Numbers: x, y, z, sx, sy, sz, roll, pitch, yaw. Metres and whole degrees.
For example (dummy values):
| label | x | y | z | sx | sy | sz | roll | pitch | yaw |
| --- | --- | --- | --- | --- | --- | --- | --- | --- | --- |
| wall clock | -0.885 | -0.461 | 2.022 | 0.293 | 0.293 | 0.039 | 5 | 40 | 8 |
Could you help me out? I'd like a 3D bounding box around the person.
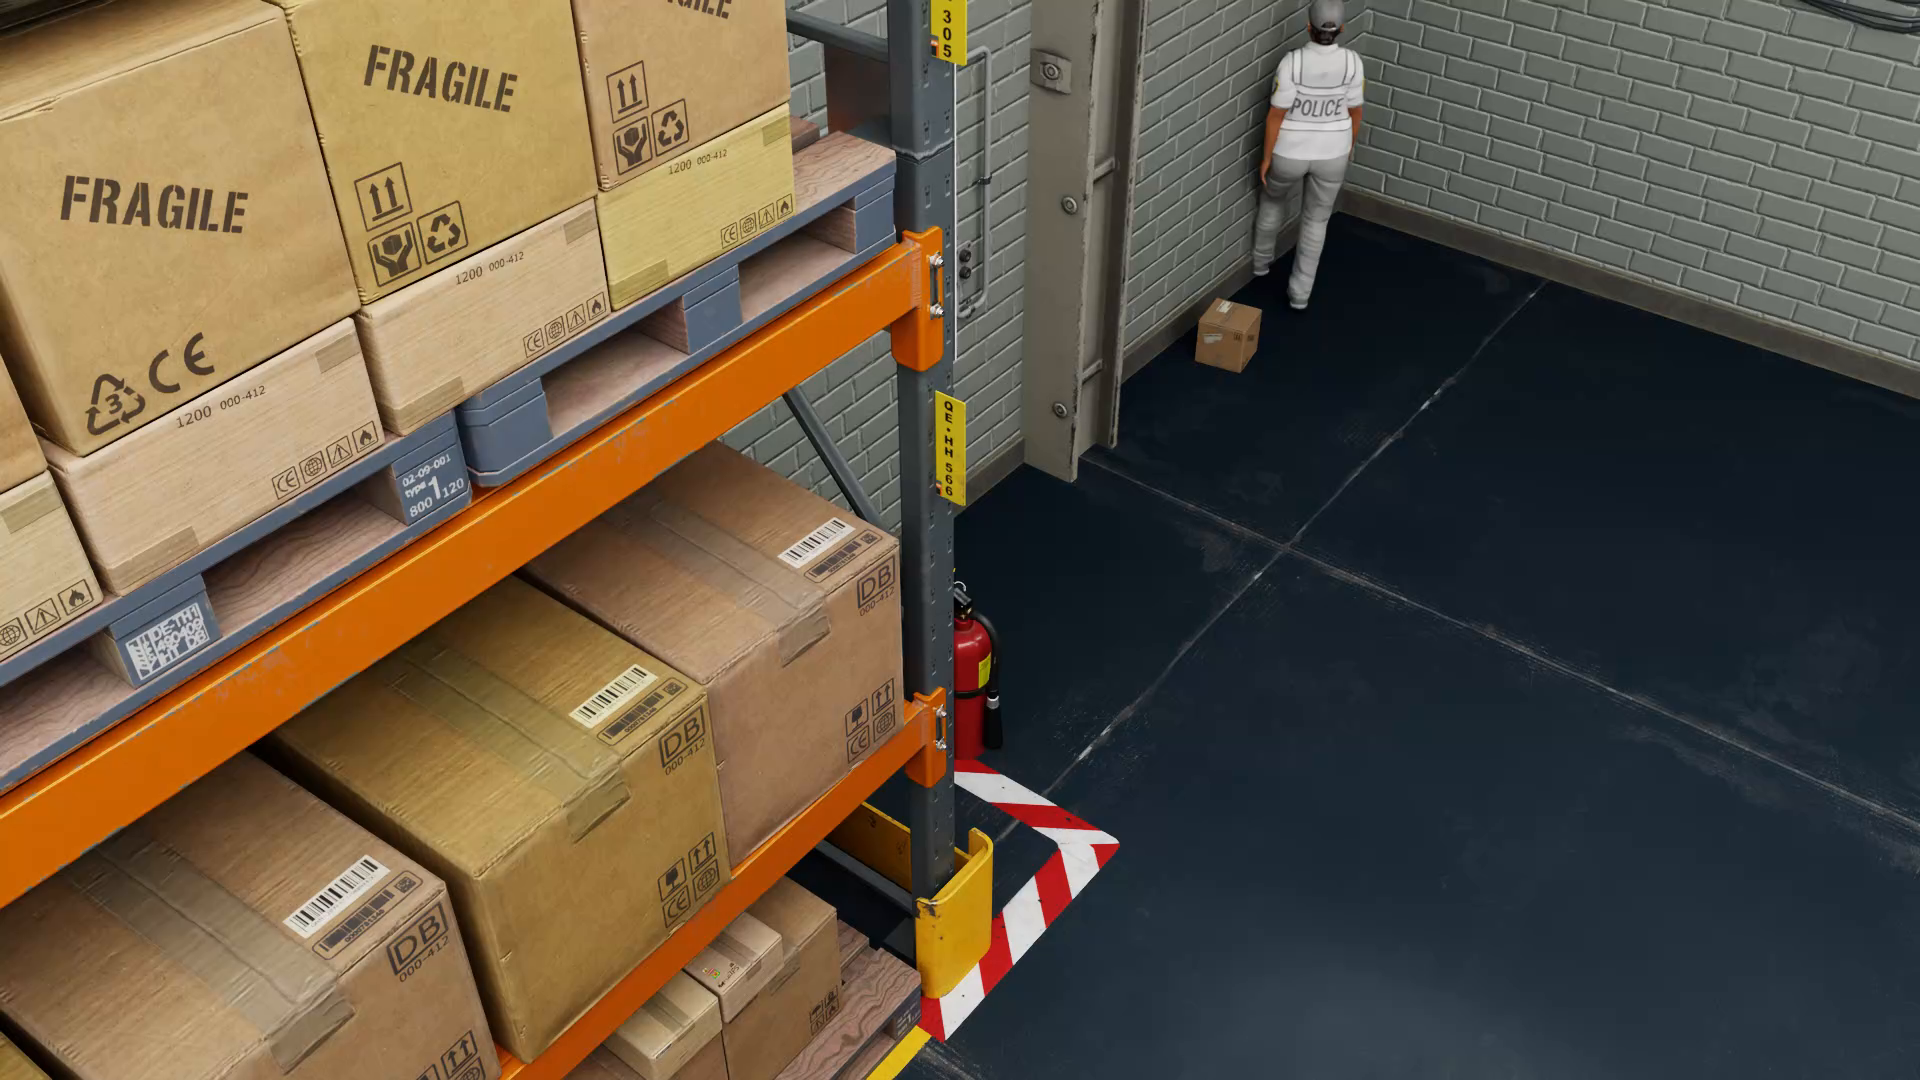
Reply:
| label | x | y | z | sx | sy | sz | roll | pitch | yaw |
| --- | --- | --- | --- | --- | --- | --- | --- | --- | --- |
| person | 1.809 | -2.060 | 8.670 | 0.493 | 1.658 | 0.639 | 3 | 39 | 4 |
